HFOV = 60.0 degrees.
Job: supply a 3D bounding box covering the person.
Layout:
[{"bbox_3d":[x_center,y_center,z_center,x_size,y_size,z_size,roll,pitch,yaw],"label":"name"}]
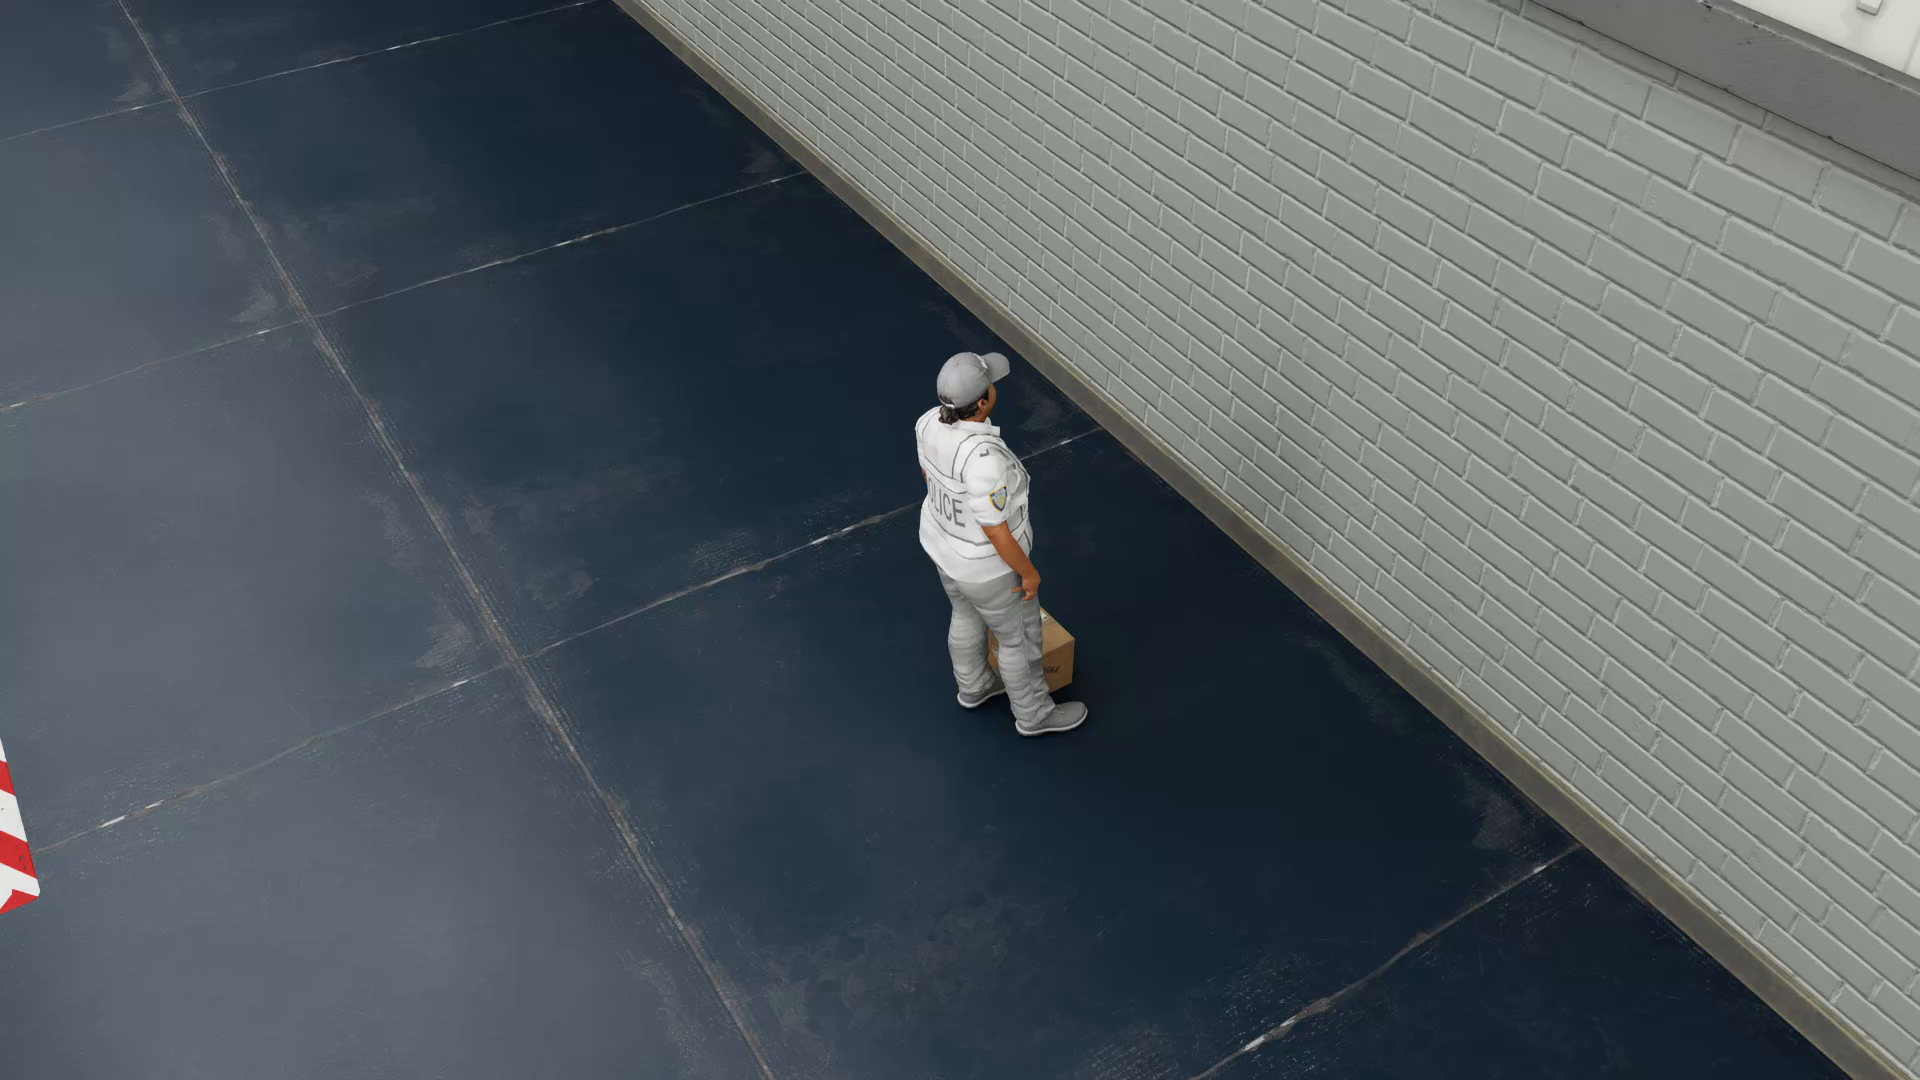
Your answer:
[{"bbox_3d":[0.147,0.012,6.124,0.529,1.670,0.598,-23,46,-24],"label":"person"}]
